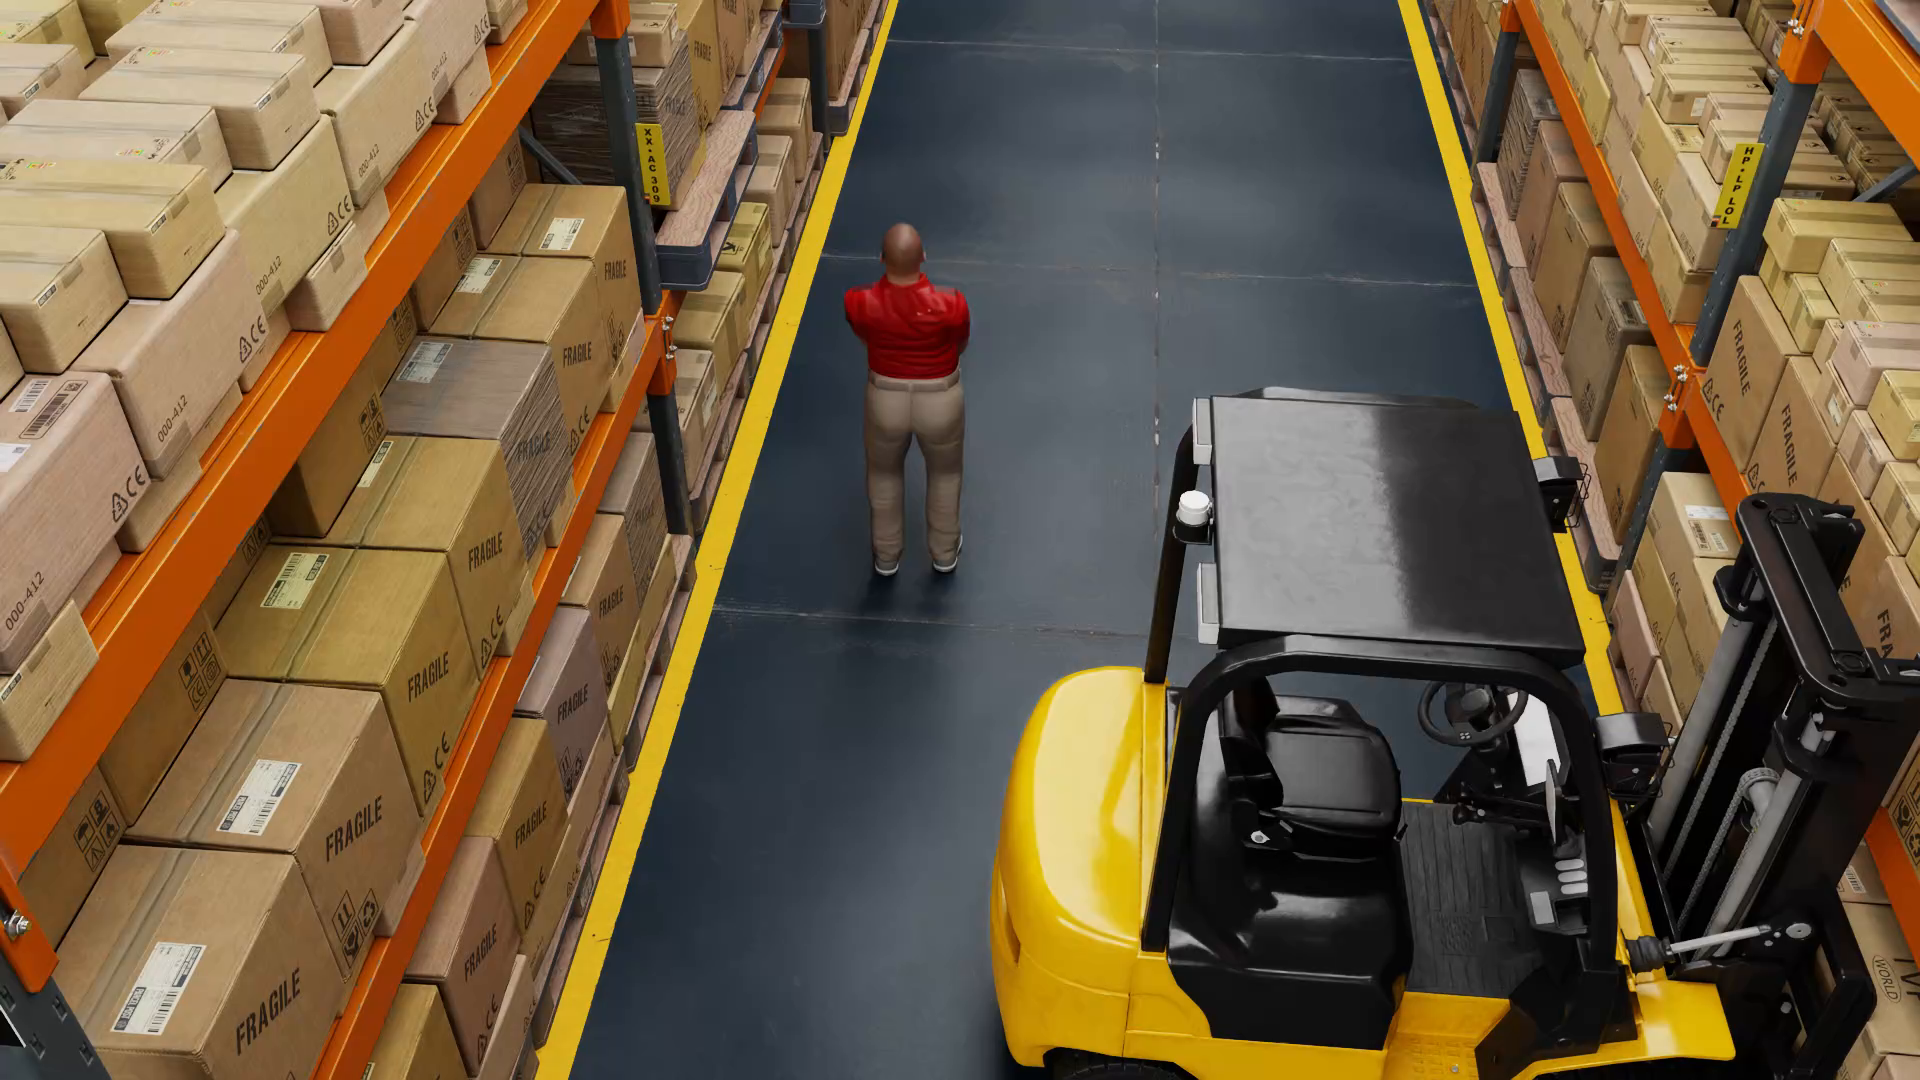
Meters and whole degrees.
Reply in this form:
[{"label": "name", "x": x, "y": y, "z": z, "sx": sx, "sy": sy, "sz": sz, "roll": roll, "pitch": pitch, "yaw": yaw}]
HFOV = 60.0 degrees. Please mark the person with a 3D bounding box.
[{"label": "person", "x": -0.199, "y": -0.619, "z": 6.925, "sx": 0.494, "sy": 1.710, "sz": 0.530, "roll": 2, "pitch": 40, "yaw": 3}]
